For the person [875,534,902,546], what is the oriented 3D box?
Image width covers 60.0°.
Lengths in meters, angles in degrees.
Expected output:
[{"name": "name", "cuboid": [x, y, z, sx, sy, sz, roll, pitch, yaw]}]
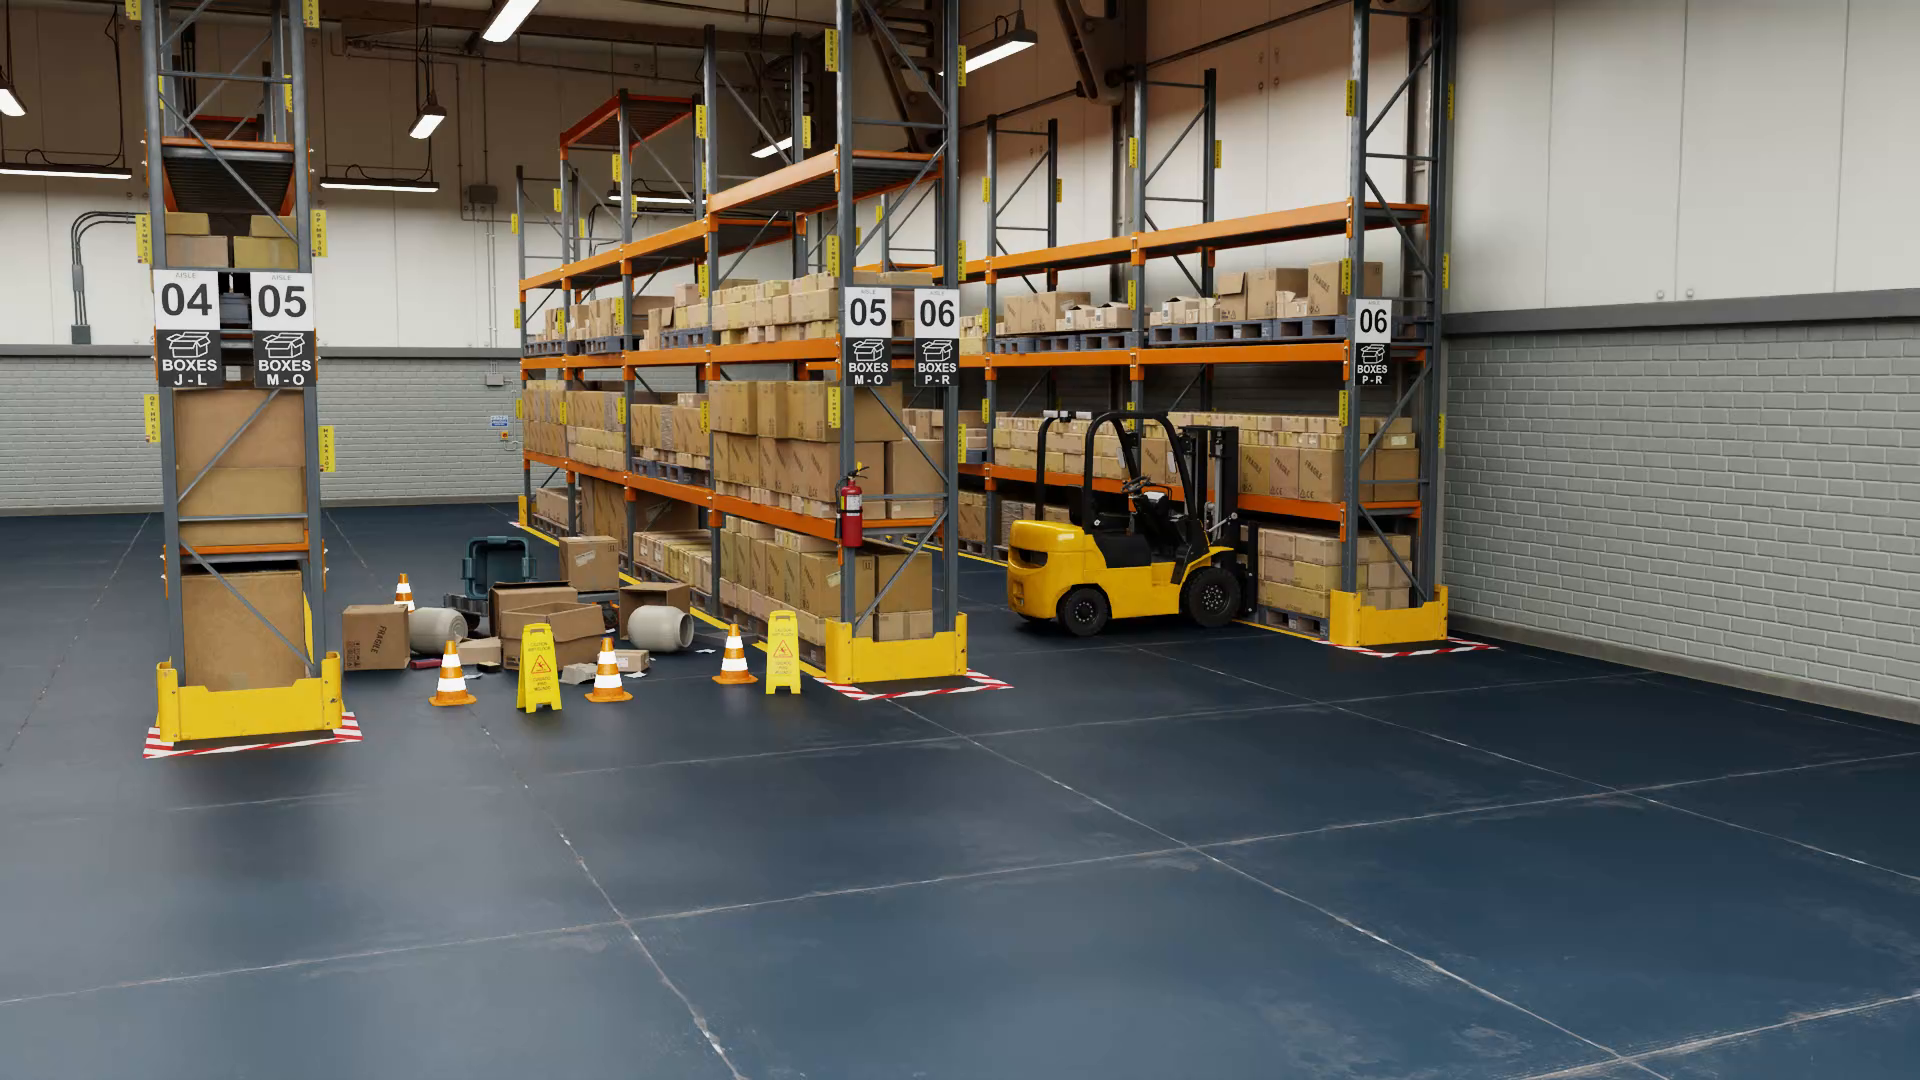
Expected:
[{"name": "person", "cuboid": [-0.899, -0.375, 20.720, 0.455, 1.640, 1.011, 0, 6, -1]}]
